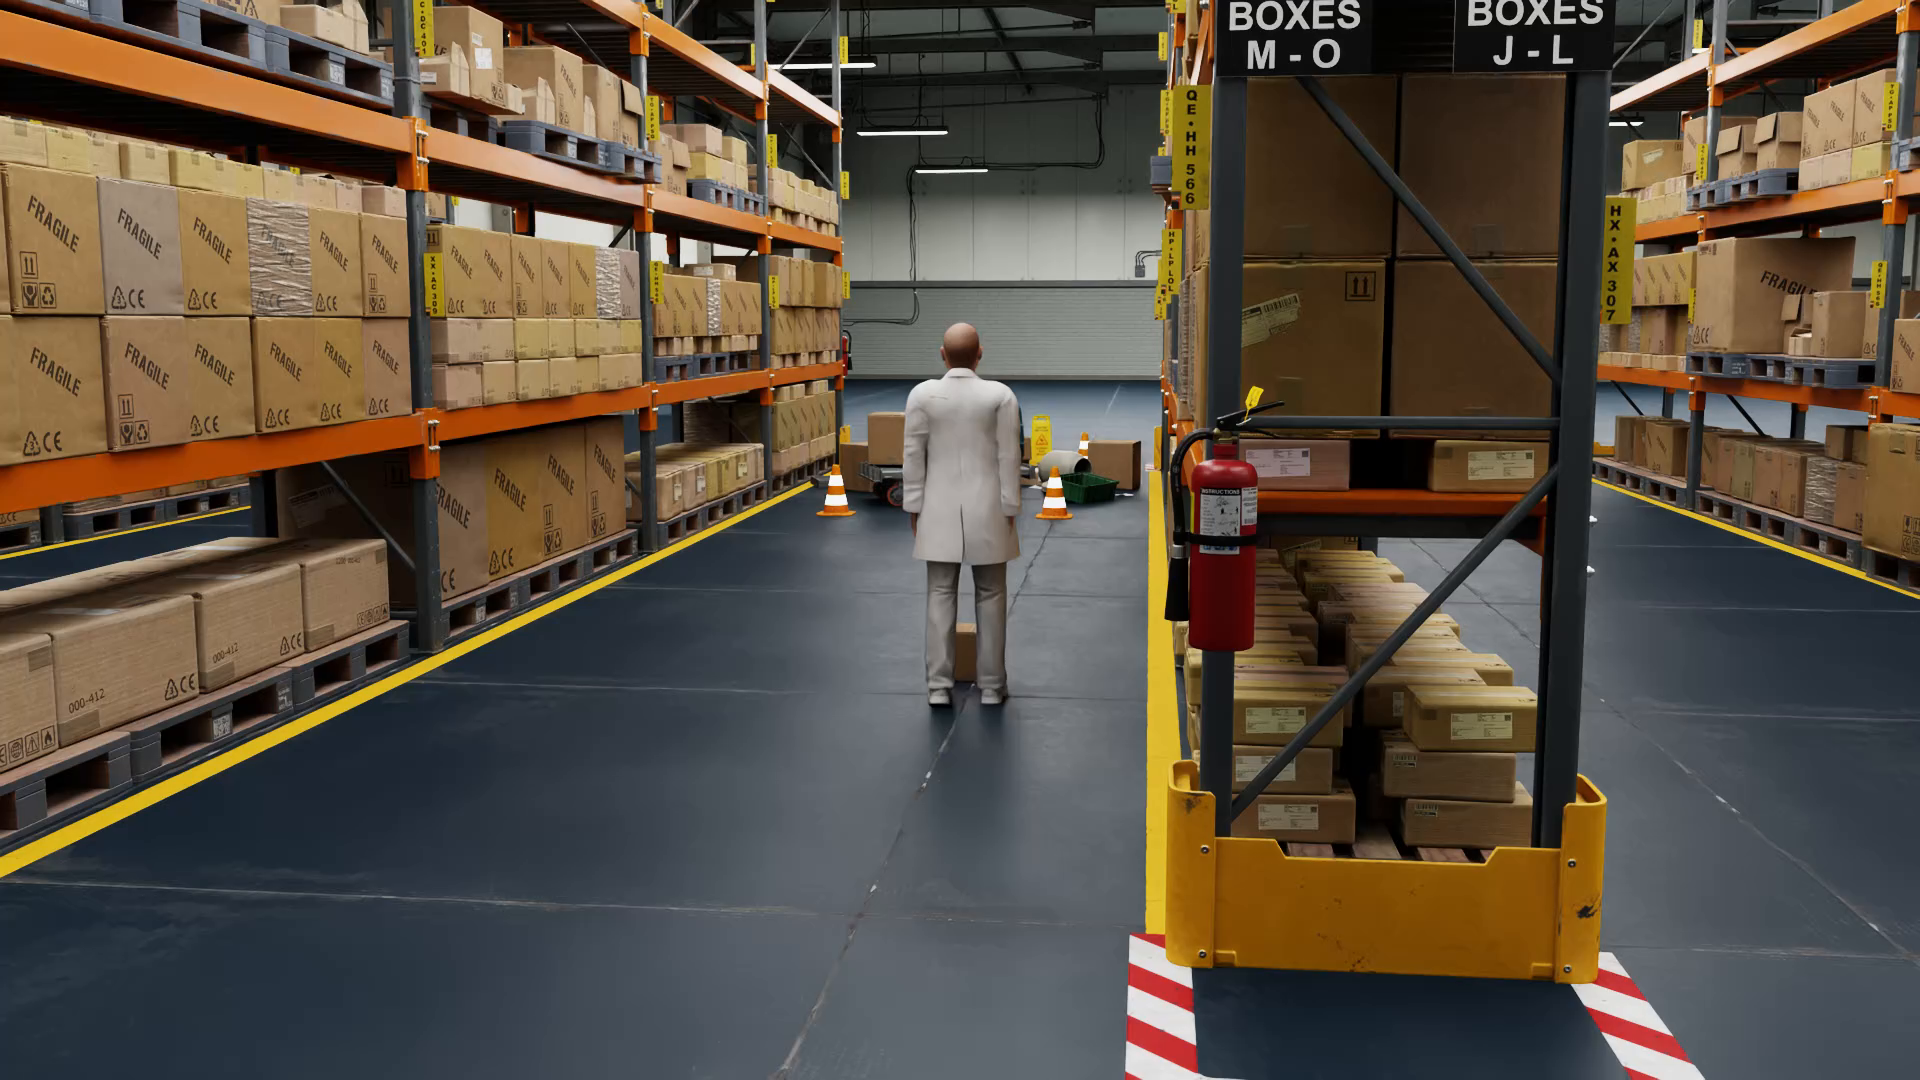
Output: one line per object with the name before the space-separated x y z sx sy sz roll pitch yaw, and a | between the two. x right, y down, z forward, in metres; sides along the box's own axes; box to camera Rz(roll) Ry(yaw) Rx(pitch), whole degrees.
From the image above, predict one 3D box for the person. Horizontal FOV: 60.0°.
person | 0.011 -0.121 7.804 0.560 1.781 0.418 1 7 8
